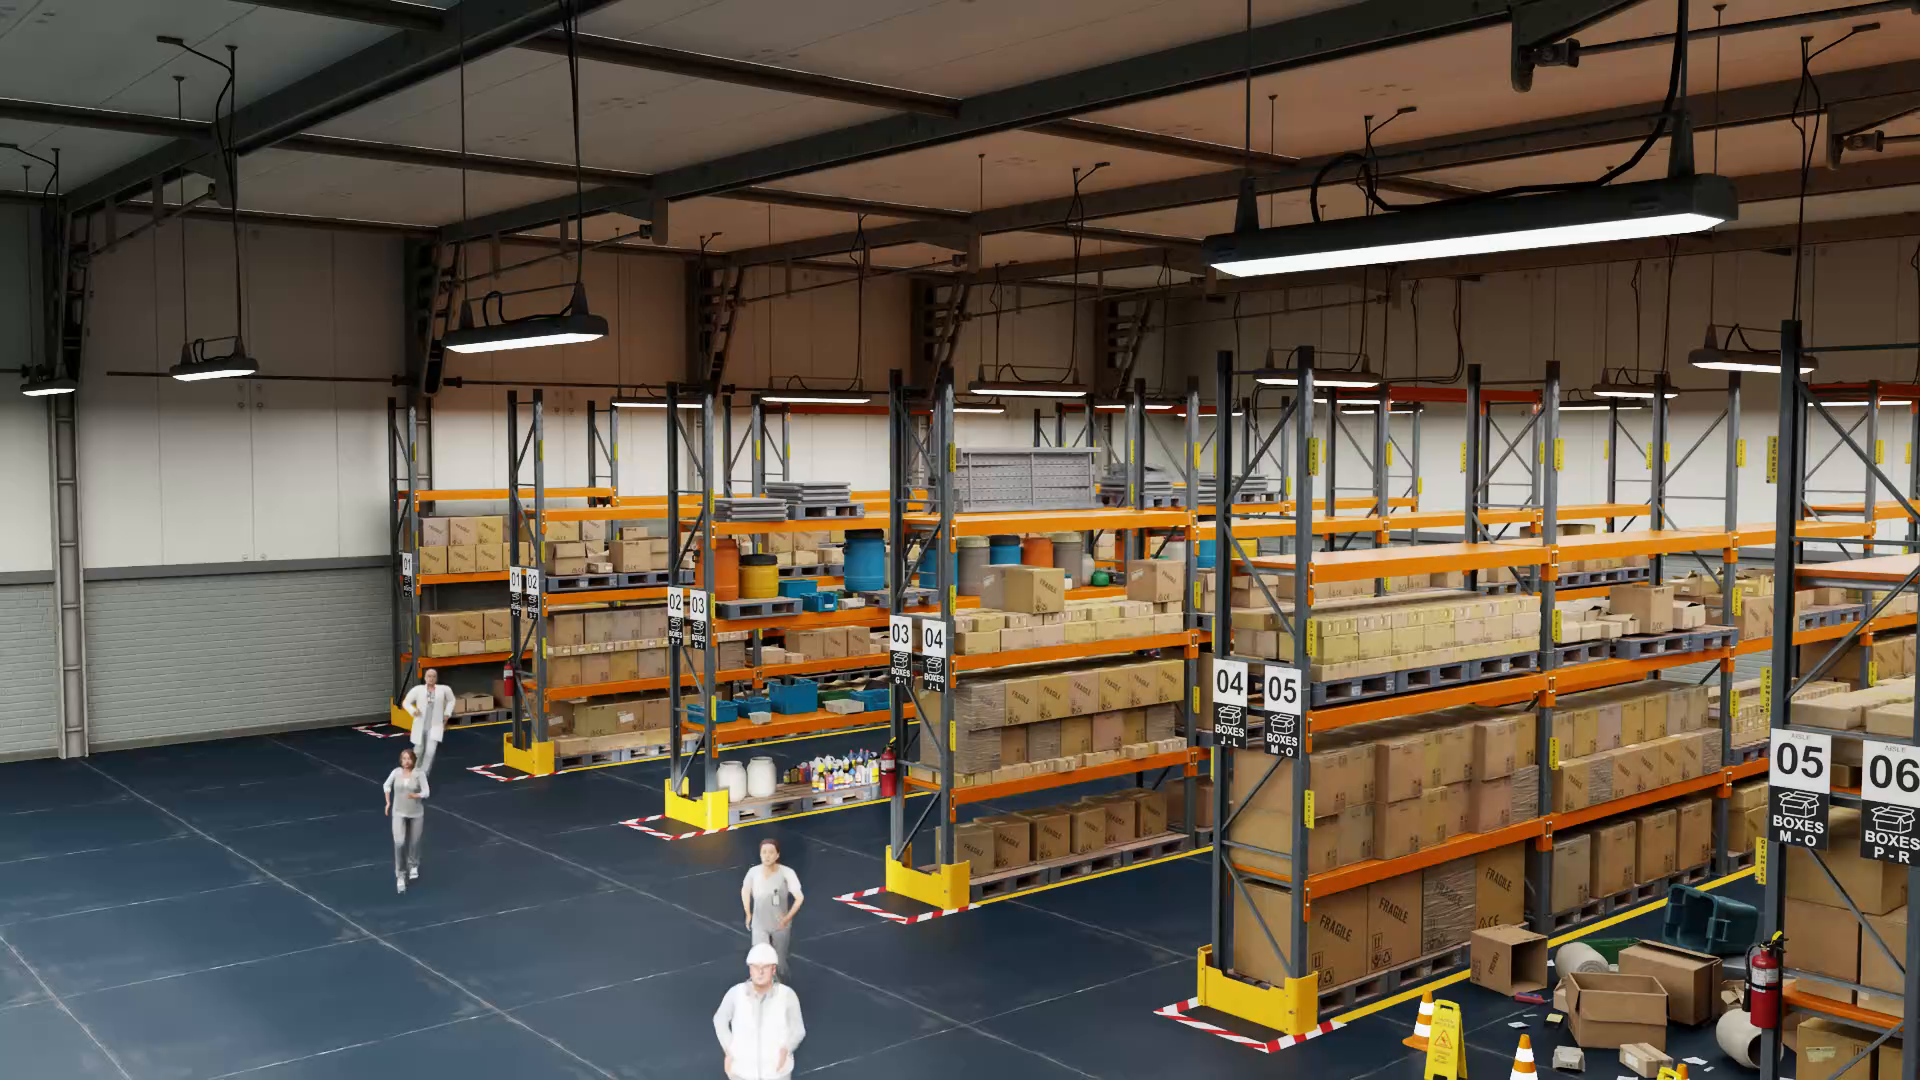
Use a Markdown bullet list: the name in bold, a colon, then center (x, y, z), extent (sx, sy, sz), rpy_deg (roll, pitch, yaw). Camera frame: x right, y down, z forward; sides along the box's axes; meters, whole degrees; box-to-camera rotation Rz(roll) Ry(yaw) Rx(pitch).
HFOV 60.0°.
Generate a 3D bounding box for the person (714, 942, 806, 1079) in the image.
- **person**: center (-1.368, 3.622, 11.334), extent (0.635, 1.729, 0.615), rpy_deg (0, 3, -5)

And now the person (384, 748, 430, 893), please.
- **person**: center (-6.421, 3.240, 19.312), extent (0.504, 1.636, 0.711), rpy_deg (-1, 4, -19)

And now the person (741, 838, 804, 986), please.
- **person**: center (-1.684, 3.476, 14.900), extent (0.579, 1.667, 0.850), rpy_deg (0, 3, 2)

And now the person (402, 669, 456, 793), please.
- **person**: center (-7.942, 2.825, 24.867), extent (0.741, 1.809, 0.905), rpy_deg (-1, 3, -11)
